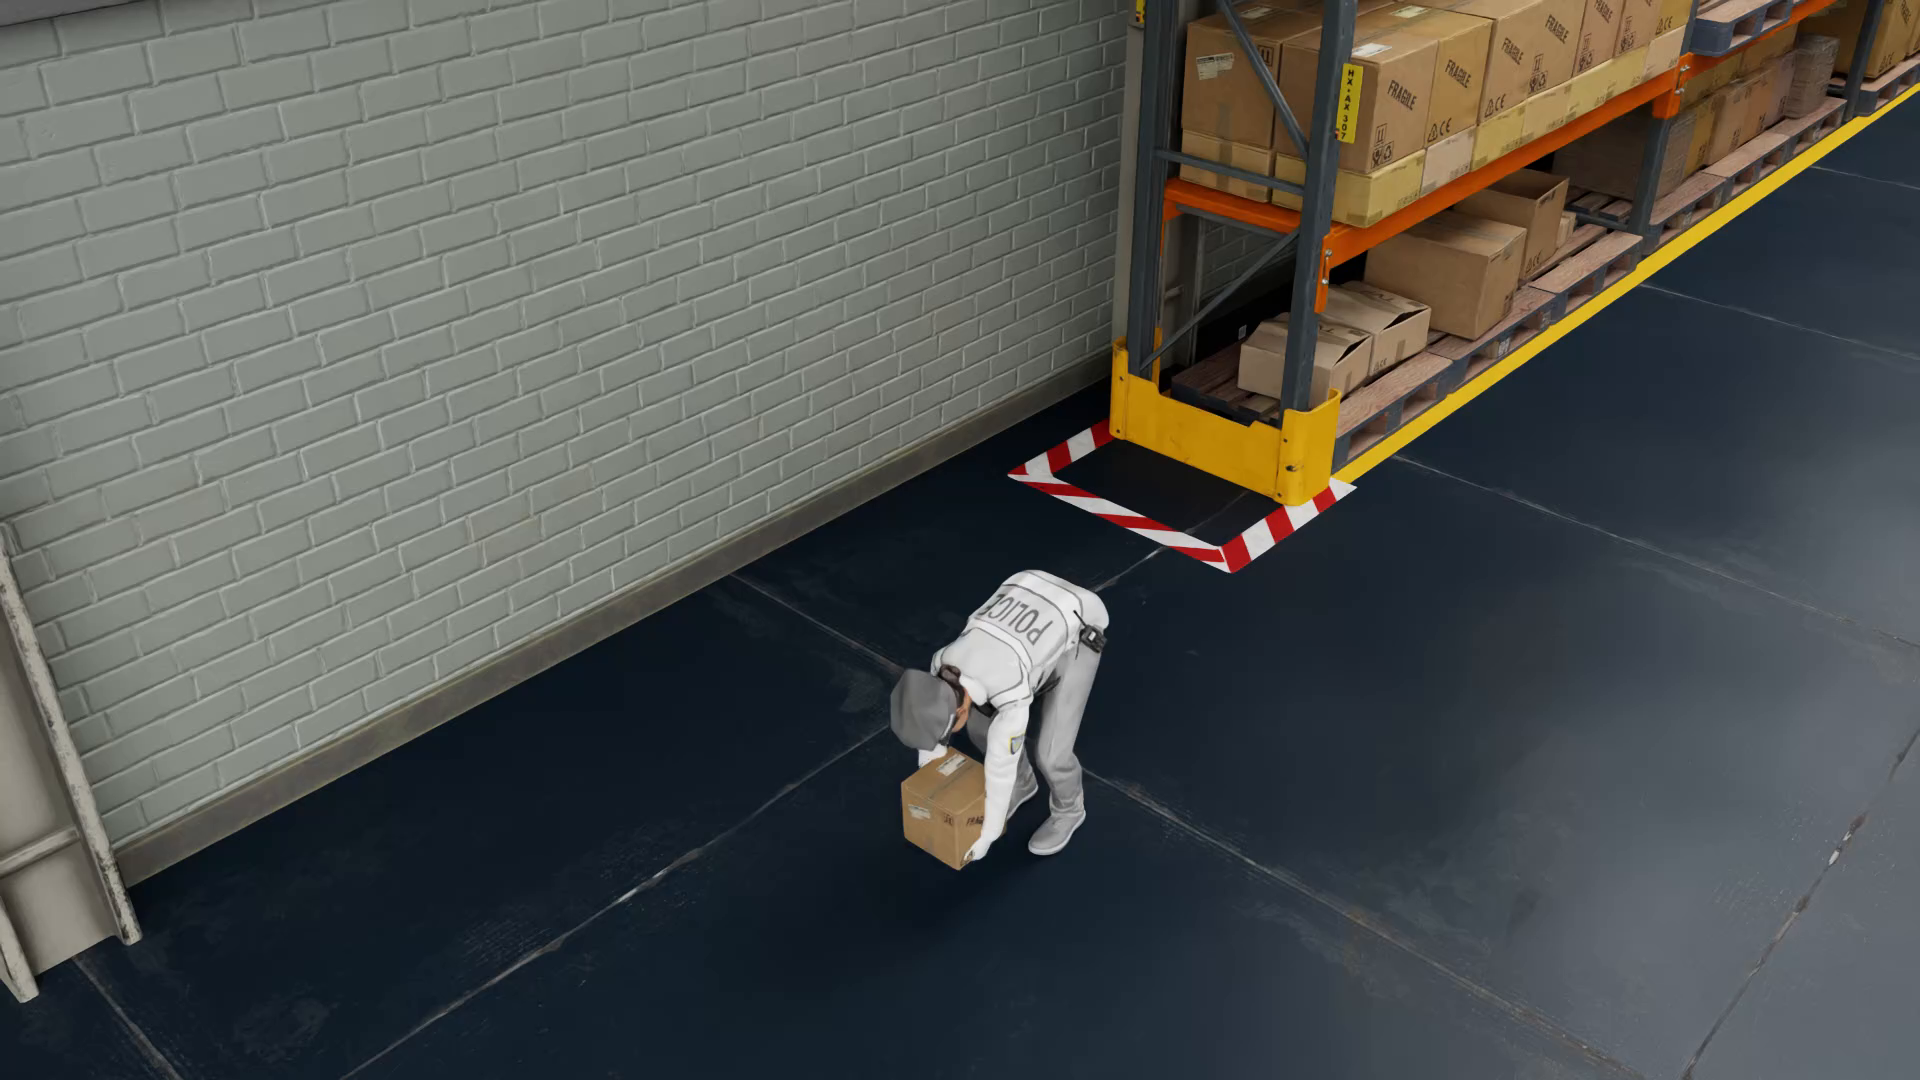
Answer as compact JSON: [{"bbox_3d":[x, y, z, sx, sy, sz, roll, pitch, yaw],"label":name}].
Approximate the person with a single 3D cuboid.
[{"bbox_3d":[0.131,0.675,5.666,0.432,1.005,0.917,24,39,33],"label":"person"}]
